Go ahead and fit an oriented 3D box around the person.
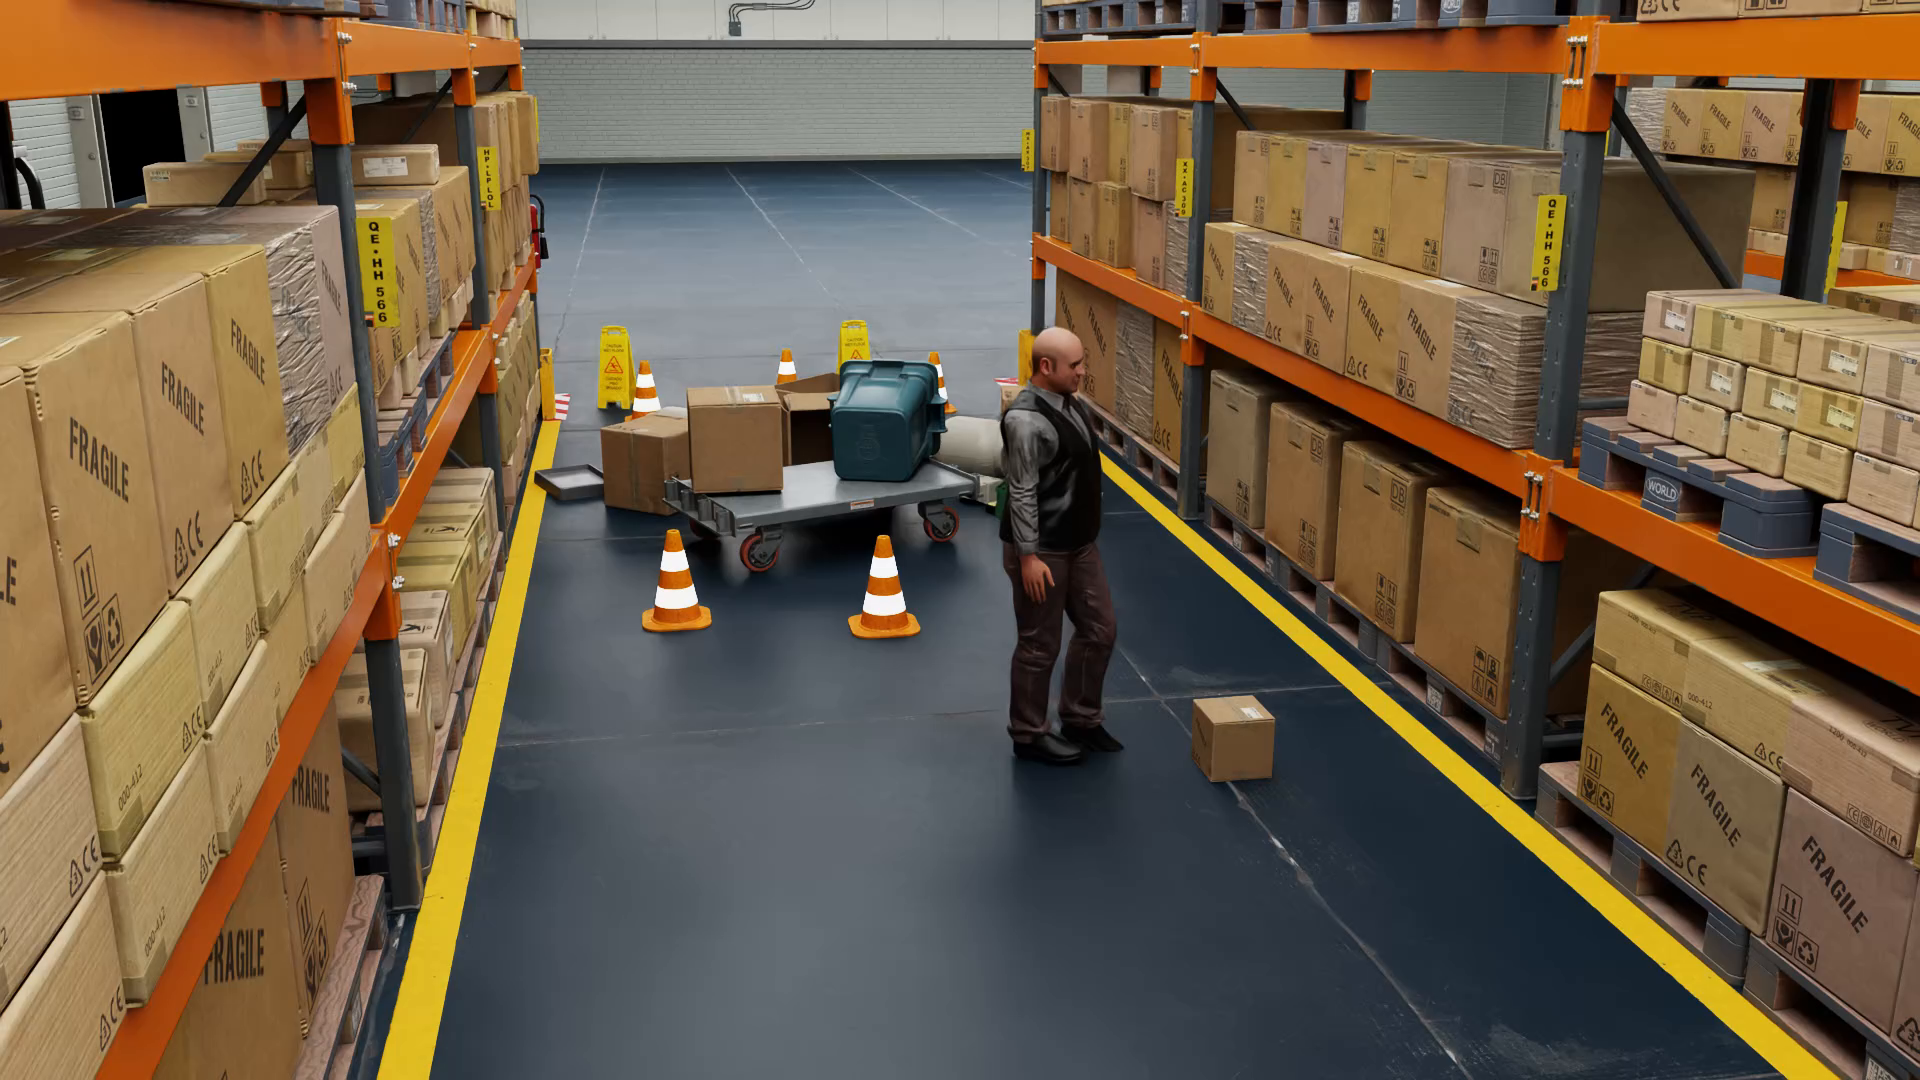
[{"bbox_3d":[0.389,0.069,6.420,0.447,1.781,0.562,8,18,24],"label":"person"}]
